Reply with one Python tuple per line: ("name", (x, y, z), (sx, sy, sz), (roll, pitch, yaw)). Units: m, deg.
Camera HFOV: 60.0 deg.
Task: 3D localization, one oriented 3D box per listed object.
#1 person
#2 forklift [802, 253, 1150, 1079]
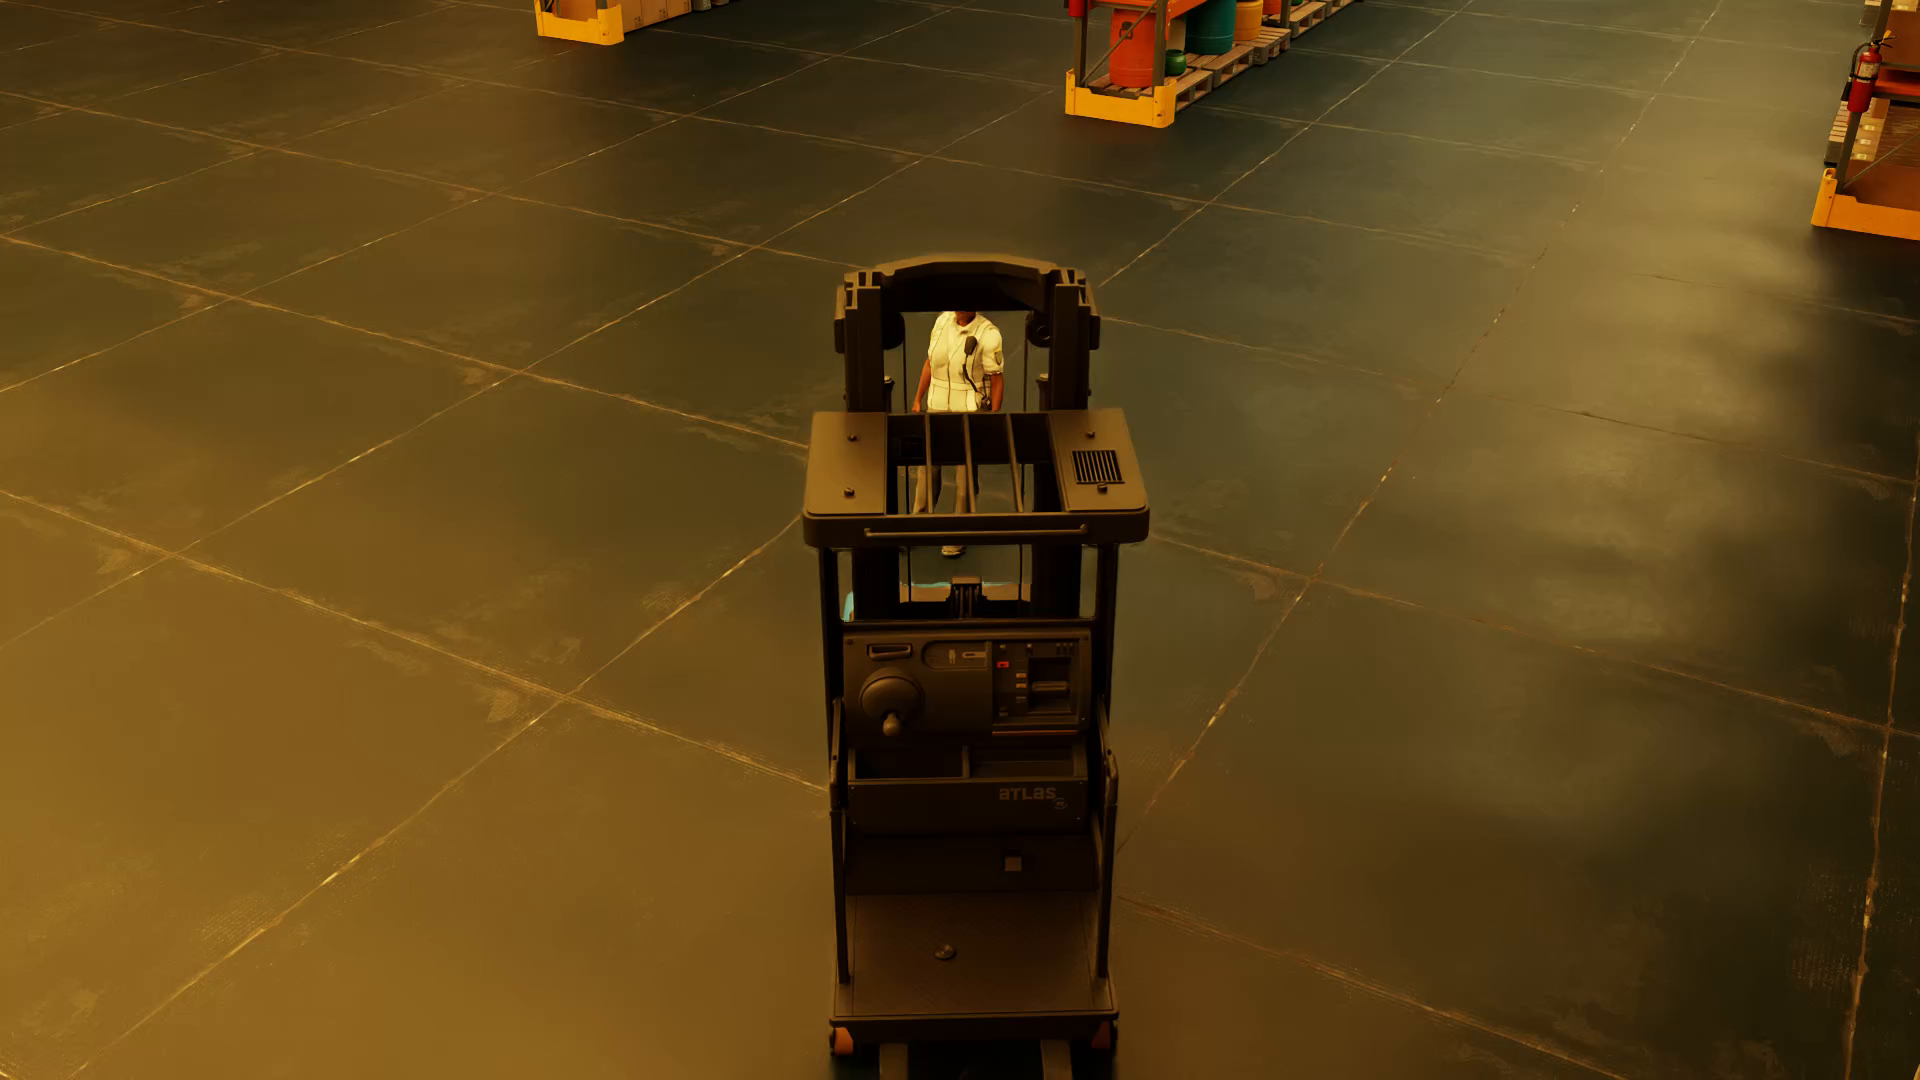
("person", (-0.053, -0.712, 9.527), (0.570, 1.697, 0.528), (15, 33, 25))
("forklift", (0.039, 0.582, 6.061), (1.130, 2.935, 3.031), (-1, 30, -2))
